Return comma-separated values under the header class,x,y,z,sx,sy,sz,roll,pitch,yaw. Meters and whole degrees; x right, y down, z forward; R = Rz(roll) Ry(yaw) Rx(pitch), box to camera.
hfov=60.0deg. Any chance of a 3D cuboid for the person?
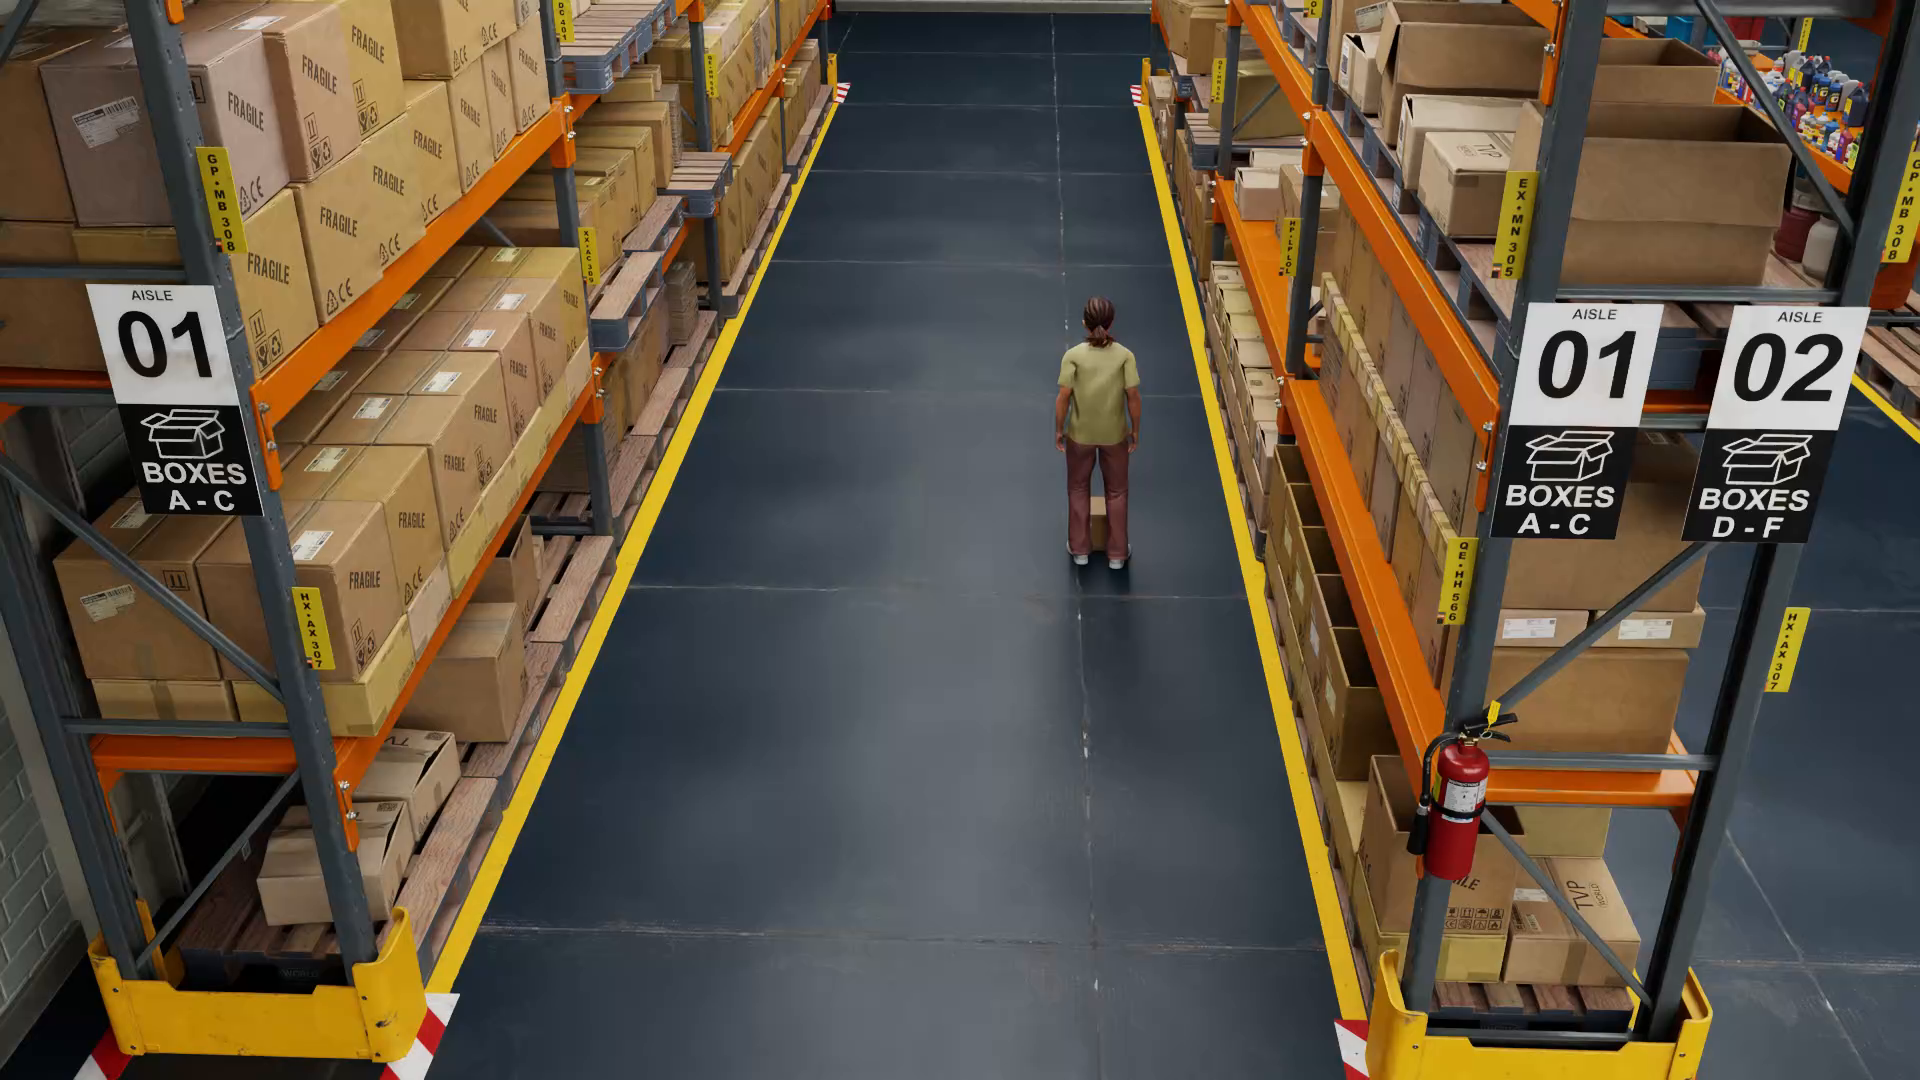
class,x,y,z,sx,sy,sz,roll,pitch,yaw
person,0.804,-0.625,9.795,0.500,1.673,0.404,1,28,2
